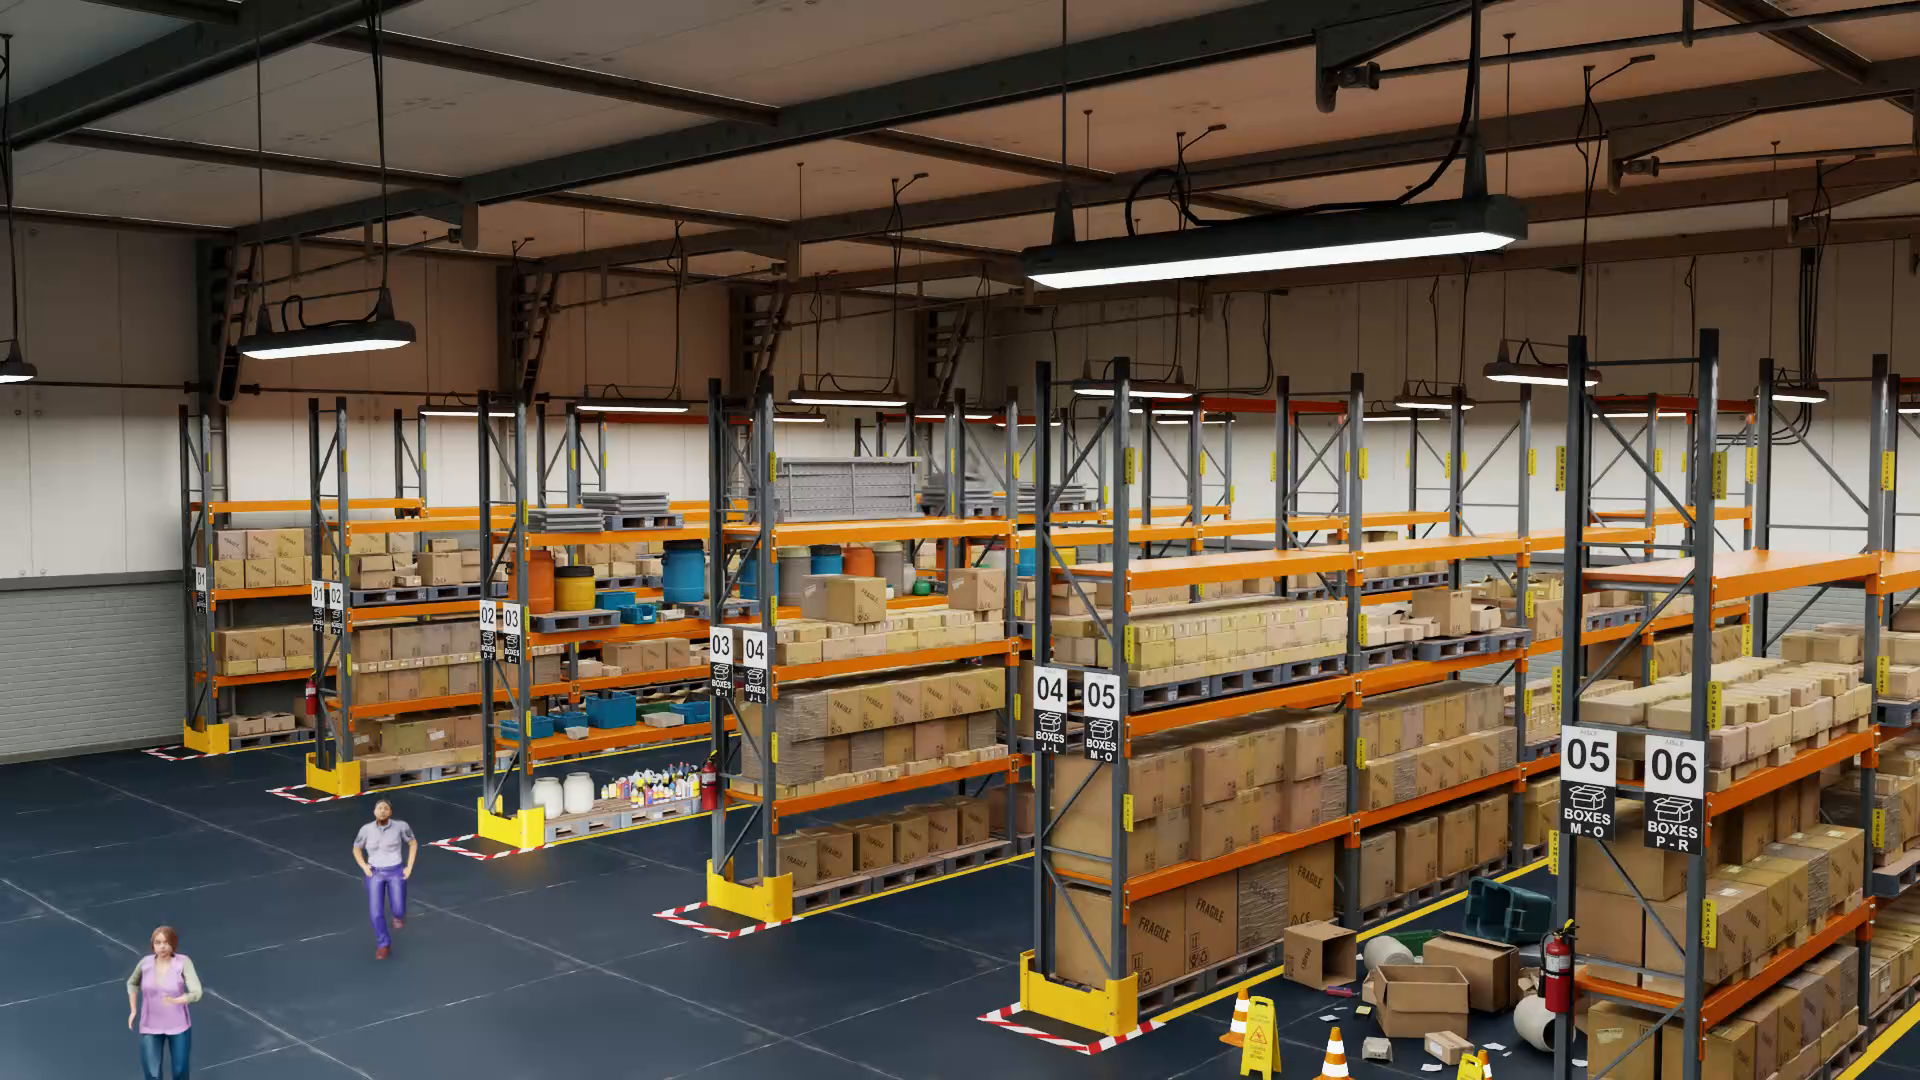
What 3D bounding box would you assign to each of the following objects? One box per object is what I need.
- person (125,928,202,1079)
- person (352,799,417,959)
[{"bbox_3d":[-5.953,3.688,12.435,0.537,1.584,0.895,-1,3,-21],"label":"person"},{"bbox_3d":[-5.918,3.472,17.123,0.639,1.611,0.555,-1,3,-18],"label":"person"}]
